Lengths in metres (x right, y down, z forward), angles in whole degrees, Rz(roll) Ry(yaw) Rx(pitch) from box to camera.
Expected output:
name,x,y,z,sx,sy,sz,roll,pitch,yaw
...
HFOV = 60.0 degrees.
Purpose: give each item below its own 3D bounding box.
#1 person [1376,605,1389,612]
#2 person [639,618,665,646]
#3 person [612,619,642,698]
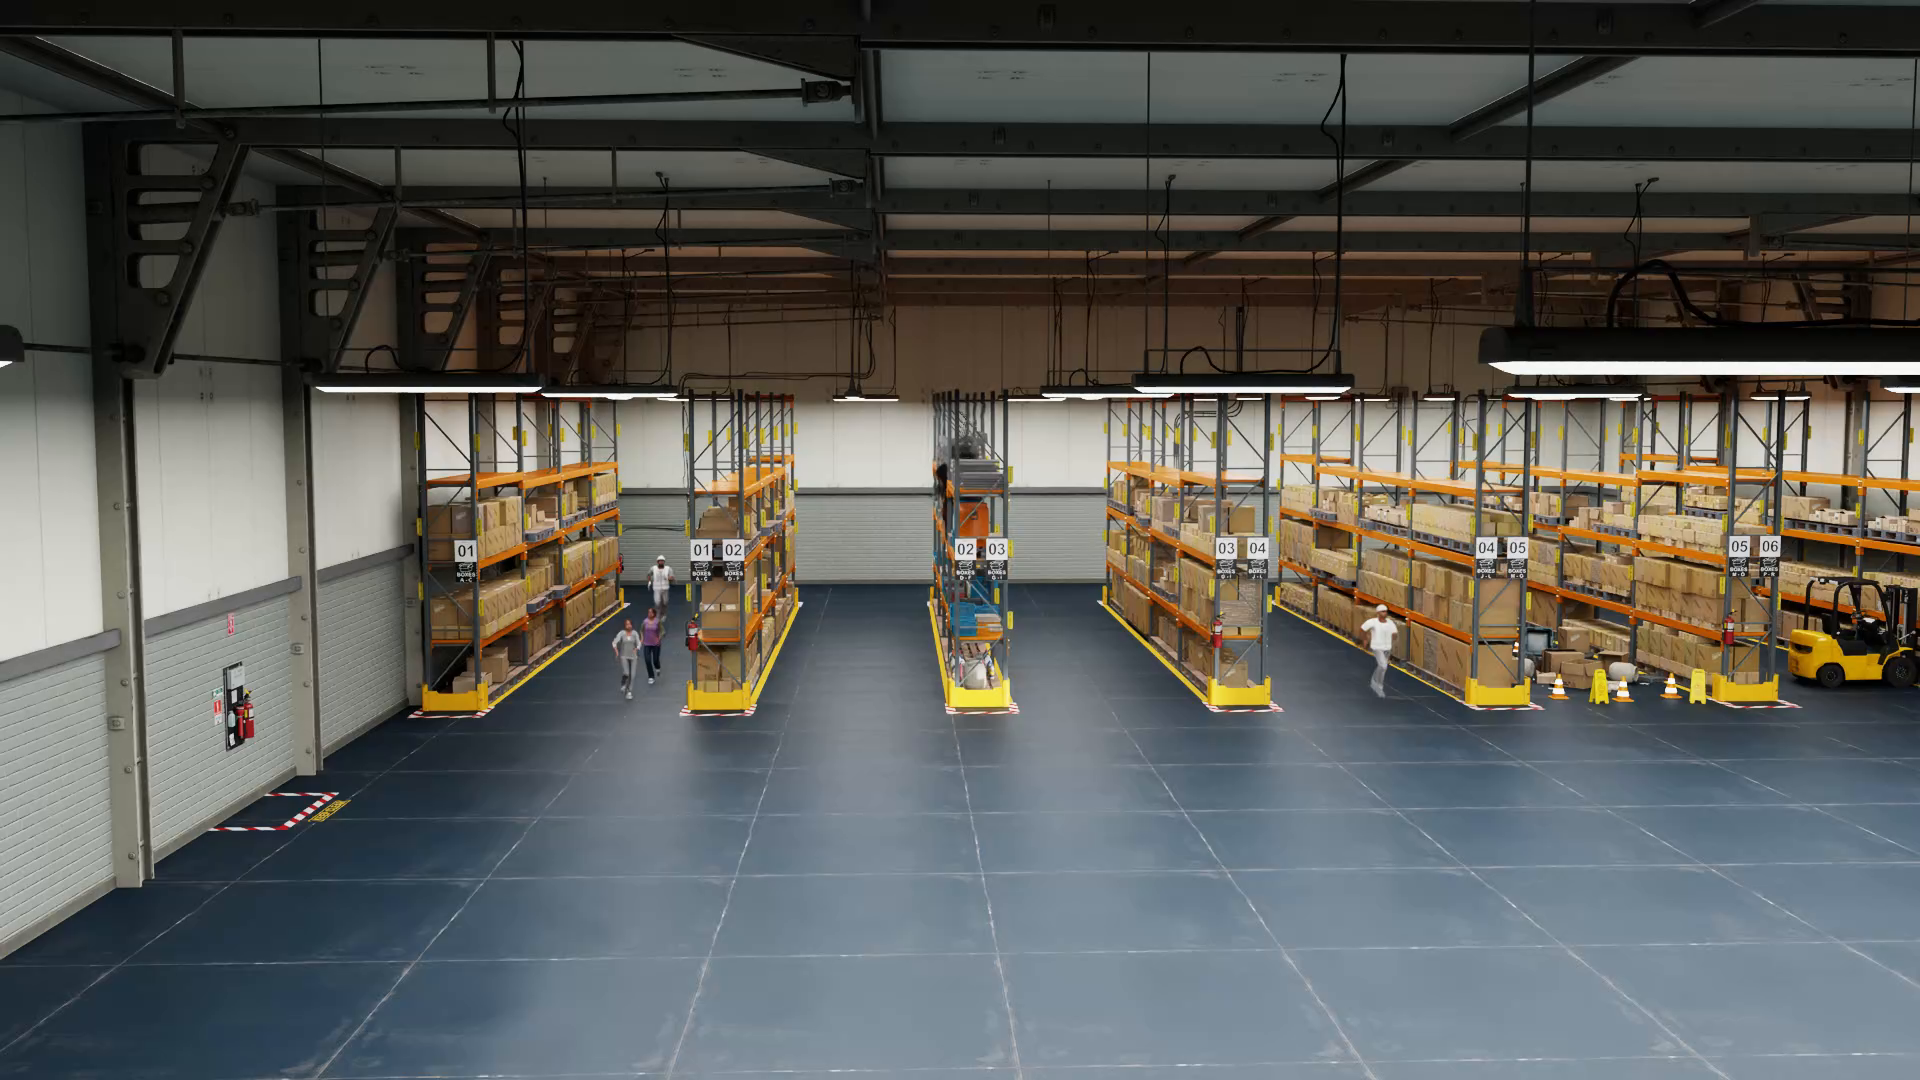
name,x,y,z,sx,sy,sz,roll,pitch,yaw
person,8.298,1.346,32.633,0.211,0.157,0.288,-2,5,-22
person,-6.345,1.899,34.170,0.535,0.582,0.292,0,5,0
person,-6.433,2.312,32.262,0.532,1.560,0.541,-2,5,-22
